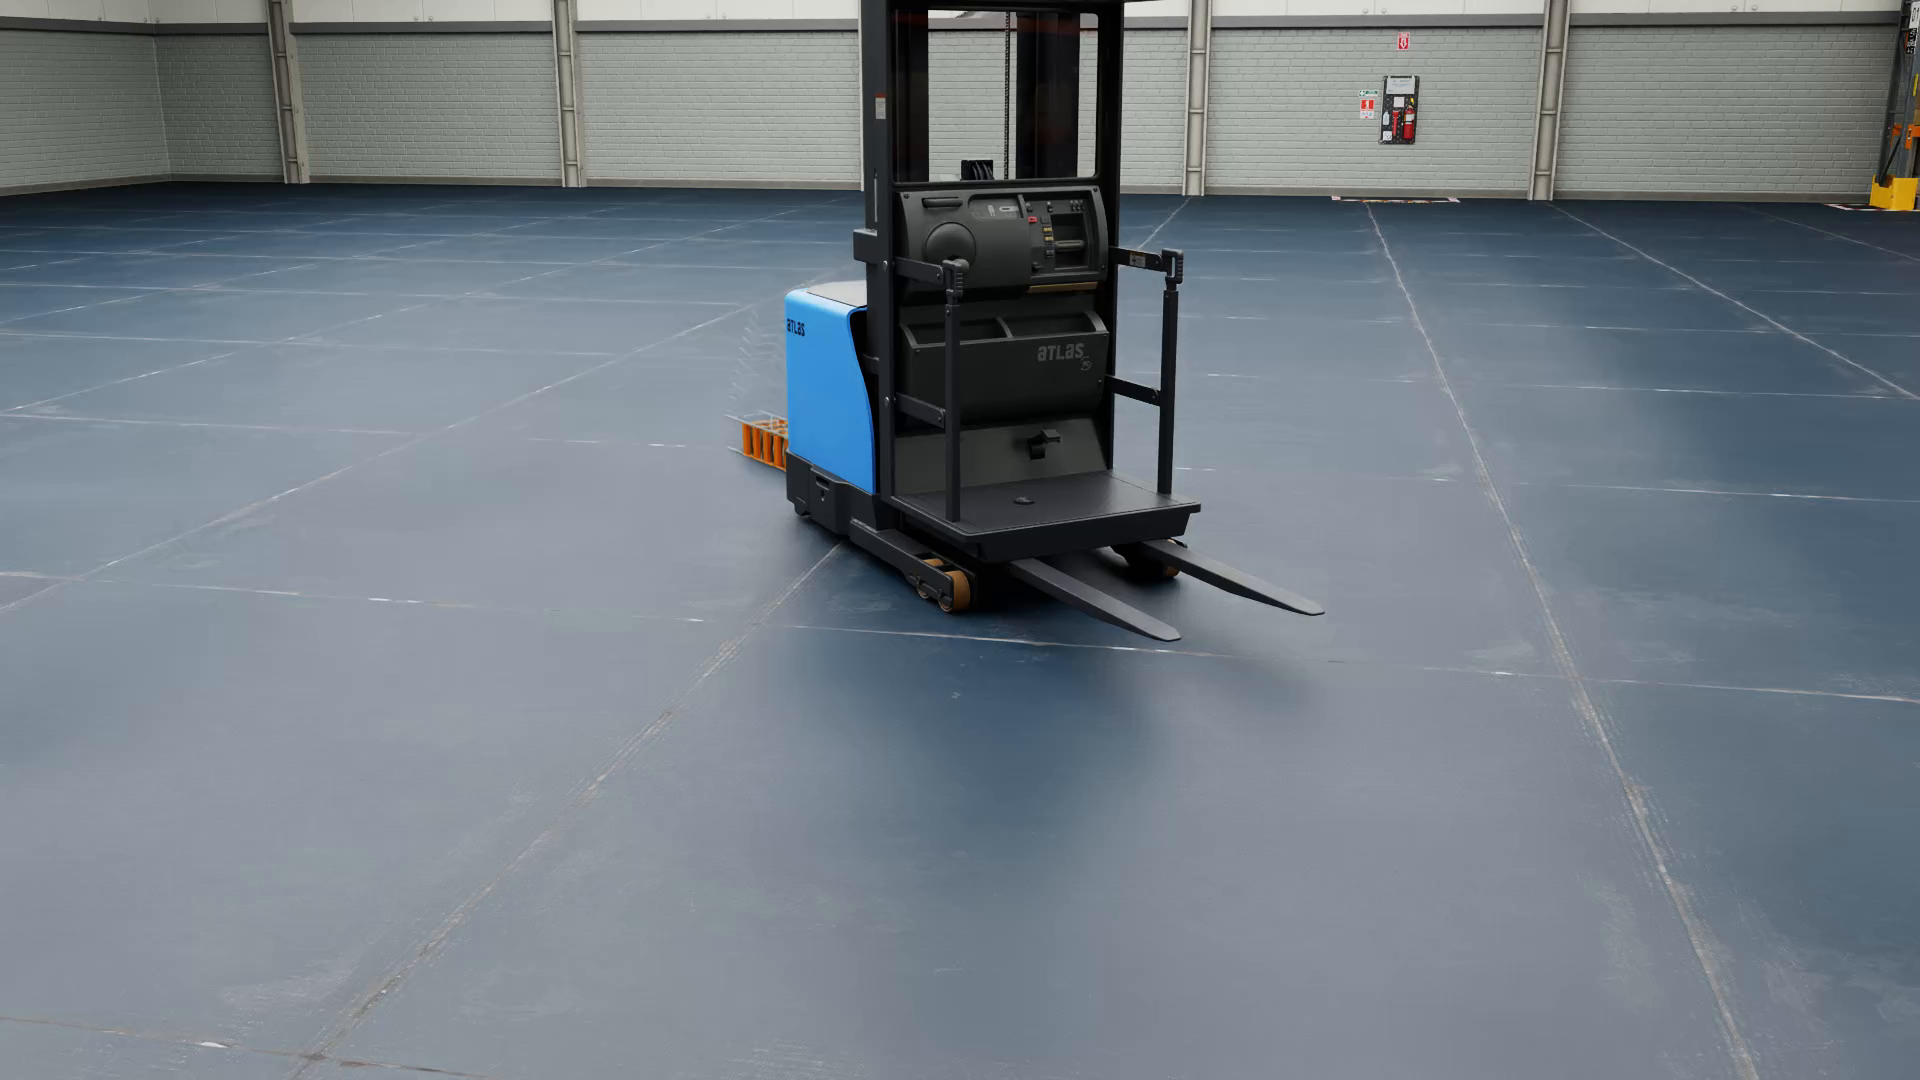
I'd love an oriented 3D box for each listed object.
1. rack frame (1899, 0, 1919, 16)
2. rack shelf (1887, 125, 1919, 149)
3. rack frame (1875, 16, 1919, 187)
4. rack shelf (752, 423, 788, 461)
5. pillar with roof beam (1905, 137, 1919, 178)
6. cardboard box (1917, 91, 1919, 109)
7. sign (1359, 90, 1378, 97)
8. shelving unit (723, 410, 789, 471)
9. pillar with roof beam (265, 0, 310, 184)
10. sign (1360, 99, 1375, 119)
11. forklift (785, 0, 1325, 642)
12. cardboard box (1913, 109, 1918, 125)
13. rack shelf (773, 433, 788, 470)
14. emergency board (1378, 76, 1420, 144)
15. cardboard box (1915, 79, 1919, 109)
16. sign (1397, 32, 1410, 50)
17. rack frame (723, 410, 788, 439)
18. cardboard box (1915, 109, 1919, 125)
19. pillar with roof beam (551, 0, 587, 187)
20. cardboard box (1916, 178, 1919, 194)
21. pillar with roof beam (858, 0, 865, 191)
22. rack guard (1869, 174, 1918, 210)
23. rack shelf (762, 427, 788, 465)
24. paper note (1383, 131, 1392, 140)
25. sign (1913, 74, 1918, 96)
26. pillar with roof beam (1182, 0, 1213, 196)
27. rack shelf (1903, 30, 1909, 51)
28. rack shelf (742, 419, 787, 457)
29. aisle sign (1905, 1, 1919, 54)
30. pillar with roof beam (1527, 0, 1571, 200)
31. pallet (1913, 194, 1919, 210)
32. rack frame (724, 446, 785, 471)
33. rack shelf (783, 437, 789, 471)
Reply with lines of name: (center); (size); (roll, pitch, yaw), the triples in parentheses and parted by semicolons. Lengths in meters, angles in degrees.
rack frame: (15.140, -9.774, 25.991); (0.127, 3.000, 1.000); (3, 16, 11)
rack shelf: (17.100, -6.430, 26.503); (4.000, 0.370, 1.077); (3, 16, 11)
rack frame: (15.140, -6.883, 26.791); (0.127, 3.000, 1.000); (3, 16, 11)
rack shelf: (-1.013, -0.546, 9.170); (0.258, 0.180, 0.103); (-10, 19, -33)
pillar with roof beam: (15.141, -8.837, 22.607); (0.400, 9.000, 9.100); (3, 16, 11)
cardboard box: (15.548, -7.078, 26.333); (0.500, 0.500, 0.500); (3, 16, 11)
sign: (7.187, -7.859, 29.256); (0.331, 0.109, 0.001); (3, 16, 11)
shelving unit: (-0.902, -0.502, 9.014); (0.258, 0.189, 1.200); (-10, 19, -33)
pillar with roof beam: (-14.257, -10.433, 28.369); (0.400, 9.000, 9.100); (3, 16, 11)
sign: (7.184, -7.606, 29.336); (0.234, 0.329, 0.001); (3, 16, 11)
forklift: (0.289, -1.263, 6.633); (1.130, 2.935, 3.031); (-8, 17, -26)
cardboard box: (15.637, -6.846, 26.902); (0.500, 0.250, 0.500); (3, 16, 12)
rack shelf: (-0.877, -0.493, 8.979); (0.258, 0.180, 0.103); (-10, 19, -33)
emergency board: (7.705, -7.532, 29.137); (0.643, 1.169, 0.194); (3, 16, 11)
cardboard box: (15.645, -7.212, 26.819); (0.500, 0.500, 0.500); (3, 16, 10)
sign: (7.717, -8.676, 28.923); (0.199, 0.298, 0.001); (3, 16, 11)
rack frame: (-0.902, -0.591, 8.990); (0.240, 0.006, 1.200); (-10, 19, -33)
cardboard box: (15.555, -6.711, 26.415); (0.500, 0.250, 0.500); (3, 16, 9)
pillar with roof beam: (-8.378, -10.114, 27.216); (0.400, 9.000, 9.100); (3, 16, 11)
cardboard box: (15.801, -5.739, 26.874); (0.500, 0.311, 0.500); (1, 16, 5)
pillar with roof beam: (-2.498, -9.794, 26.064); (0.400, 9.000, 9.100); (3, 16, 11)
rack guard: (15.215, -5.674, 27.110); (0.348, 0.500, 1.175); (3, 16, 11)
rack shelf: (-0.945, -0.519, 9.074); (0.258, 0.180, 0.103); (-10, 19, -33)
paper note: (7.545, -7.135, 29.353); (0.142, 0.148, 0.016); (3, 16, 11)
sign: (15.033, -7.158, 26.163); (0.005, 0.325, 0.100); (3, 16, 11)
pillar with roof beam: (3.382, -9.475, 24.912); (0.400, 9.000, 9.100); (3, 16, 11)
rack shelf: (17.100, -7.875, 26.103); (4.000, 0.370, 1.077); (3, 16, 11)
rack shelf: (-1.080, -0.572, 9.265); (0.258, 0.180, 0.103); (-10, 19, -33)
aisle sign: (15.010, -8.061, 26.175); (0.004, 0.787, 0.394); (3, 16, 11)
pillar with roof beam: (9.261, -9.156, 23.760); (0.400, 9.000, 9.100); (3, 16, 11)
pallet: (16.004, -5.482, 26.960); (1.213, 0.211, 1.003); (3, 16, 11)
rack frame: (-0.902, -0.414, 9.039); (0.240, 0.006, 1.200); (-10, 19, -33)
rack shelf: (-0.809, -0.466, 8.884); (0.258, 0.180, 0.103); (-10, 19, -33)
